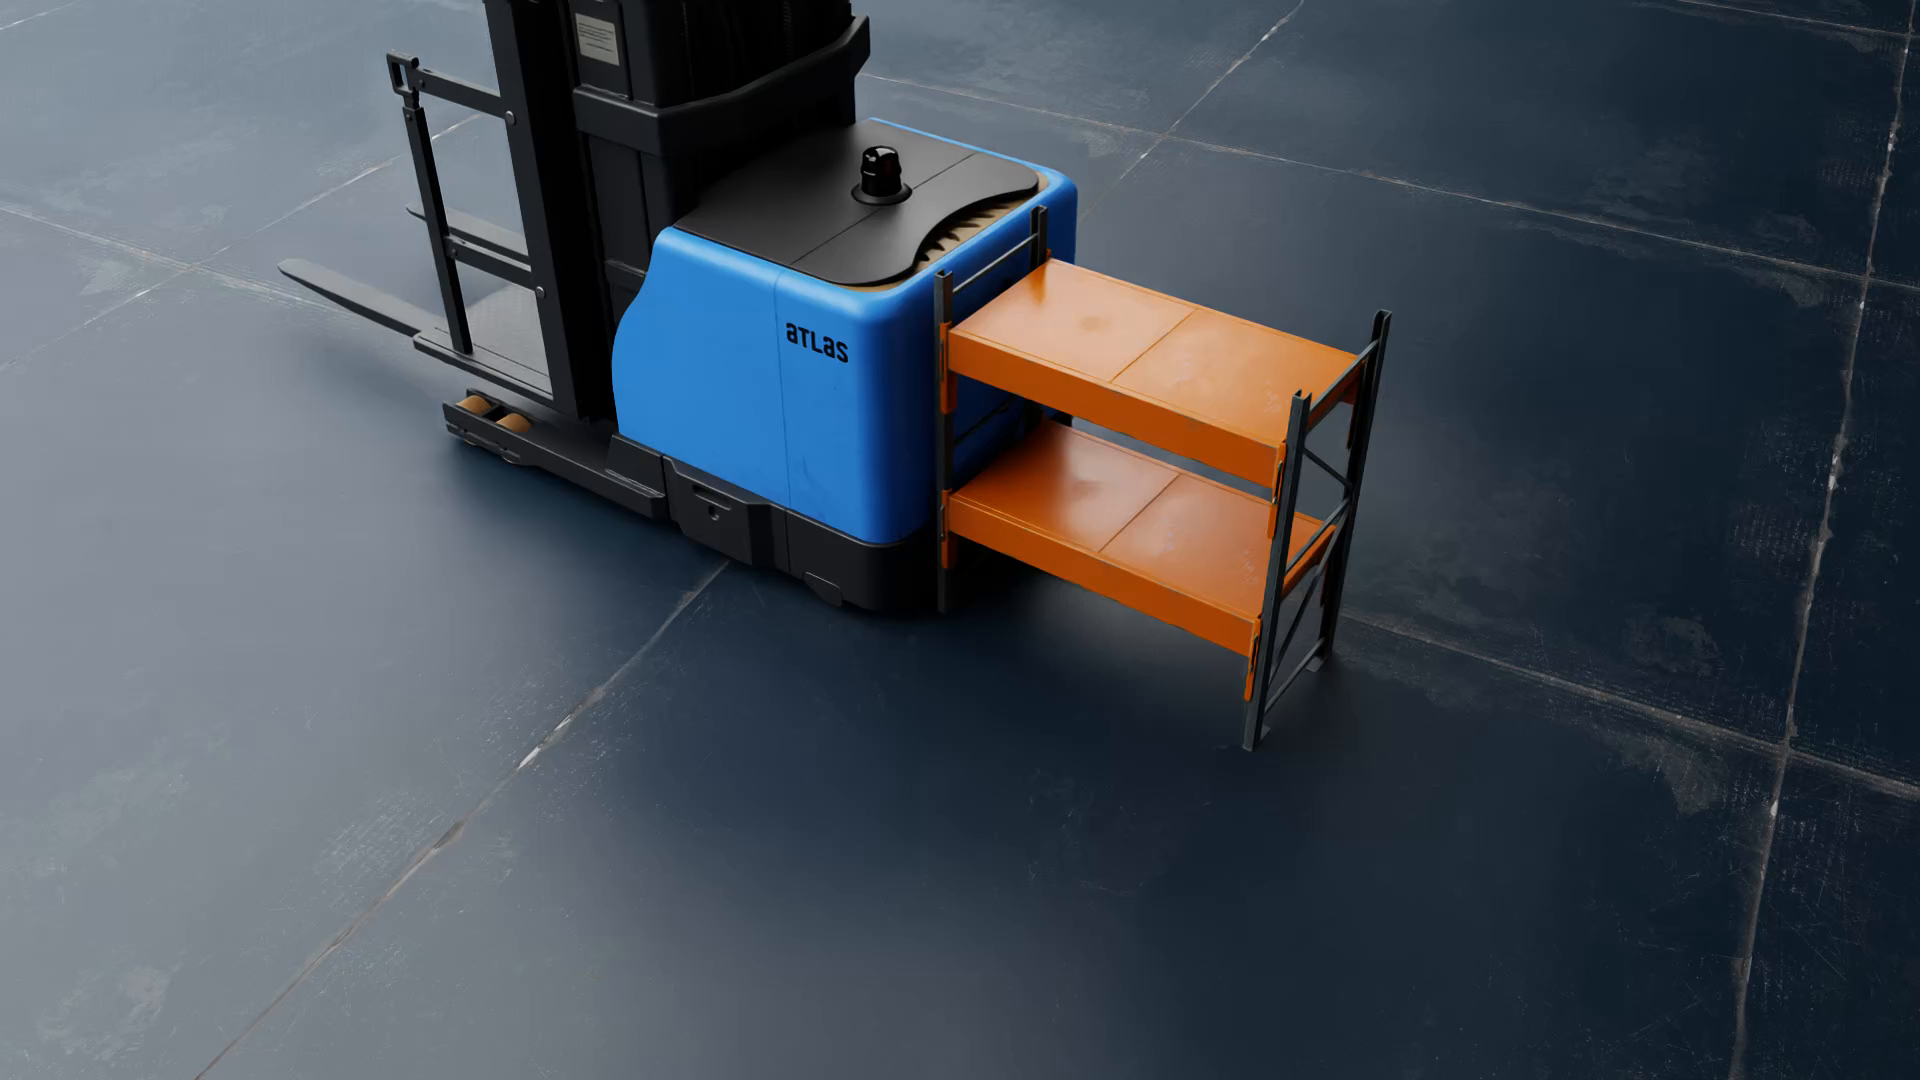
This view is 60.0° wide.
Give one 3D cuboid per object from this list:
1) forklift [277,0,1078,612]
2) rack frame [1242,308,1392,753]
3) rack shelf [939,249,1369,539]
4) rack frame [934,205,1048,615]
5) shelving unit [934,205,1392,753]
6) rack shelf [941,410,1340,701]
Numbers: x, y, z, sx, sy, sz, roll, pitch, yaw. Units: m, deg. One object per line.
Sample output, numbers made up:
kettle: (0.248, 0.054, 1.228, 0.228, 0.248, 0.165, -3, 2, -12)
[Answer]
forklift: (-1.135, -1.660, 5.012, 3.031, 2.935, 1.130, 23, 43, 27)
rack frame: (0.920, -0.001, 4.321, 0.032, 1.125, 0.500, 23, 43, 27)
rack shelf: (0.504, -0.411, 4.377, 1.000, 0.278, 0.538, 23, 43, 27)
rack frame: (0.088, -0.355, 4.787, 0.032, 1.125, 0.500, 23, 43, 27)
shelving unit: (0.504, -0.178, 4.554, 1.048, 1.125, 0.538, 23, 43, 27)
rack shelf: (0.504, 0.017, 4.702, 1.000, 0.278, 0.538, 23, 43, 27)
